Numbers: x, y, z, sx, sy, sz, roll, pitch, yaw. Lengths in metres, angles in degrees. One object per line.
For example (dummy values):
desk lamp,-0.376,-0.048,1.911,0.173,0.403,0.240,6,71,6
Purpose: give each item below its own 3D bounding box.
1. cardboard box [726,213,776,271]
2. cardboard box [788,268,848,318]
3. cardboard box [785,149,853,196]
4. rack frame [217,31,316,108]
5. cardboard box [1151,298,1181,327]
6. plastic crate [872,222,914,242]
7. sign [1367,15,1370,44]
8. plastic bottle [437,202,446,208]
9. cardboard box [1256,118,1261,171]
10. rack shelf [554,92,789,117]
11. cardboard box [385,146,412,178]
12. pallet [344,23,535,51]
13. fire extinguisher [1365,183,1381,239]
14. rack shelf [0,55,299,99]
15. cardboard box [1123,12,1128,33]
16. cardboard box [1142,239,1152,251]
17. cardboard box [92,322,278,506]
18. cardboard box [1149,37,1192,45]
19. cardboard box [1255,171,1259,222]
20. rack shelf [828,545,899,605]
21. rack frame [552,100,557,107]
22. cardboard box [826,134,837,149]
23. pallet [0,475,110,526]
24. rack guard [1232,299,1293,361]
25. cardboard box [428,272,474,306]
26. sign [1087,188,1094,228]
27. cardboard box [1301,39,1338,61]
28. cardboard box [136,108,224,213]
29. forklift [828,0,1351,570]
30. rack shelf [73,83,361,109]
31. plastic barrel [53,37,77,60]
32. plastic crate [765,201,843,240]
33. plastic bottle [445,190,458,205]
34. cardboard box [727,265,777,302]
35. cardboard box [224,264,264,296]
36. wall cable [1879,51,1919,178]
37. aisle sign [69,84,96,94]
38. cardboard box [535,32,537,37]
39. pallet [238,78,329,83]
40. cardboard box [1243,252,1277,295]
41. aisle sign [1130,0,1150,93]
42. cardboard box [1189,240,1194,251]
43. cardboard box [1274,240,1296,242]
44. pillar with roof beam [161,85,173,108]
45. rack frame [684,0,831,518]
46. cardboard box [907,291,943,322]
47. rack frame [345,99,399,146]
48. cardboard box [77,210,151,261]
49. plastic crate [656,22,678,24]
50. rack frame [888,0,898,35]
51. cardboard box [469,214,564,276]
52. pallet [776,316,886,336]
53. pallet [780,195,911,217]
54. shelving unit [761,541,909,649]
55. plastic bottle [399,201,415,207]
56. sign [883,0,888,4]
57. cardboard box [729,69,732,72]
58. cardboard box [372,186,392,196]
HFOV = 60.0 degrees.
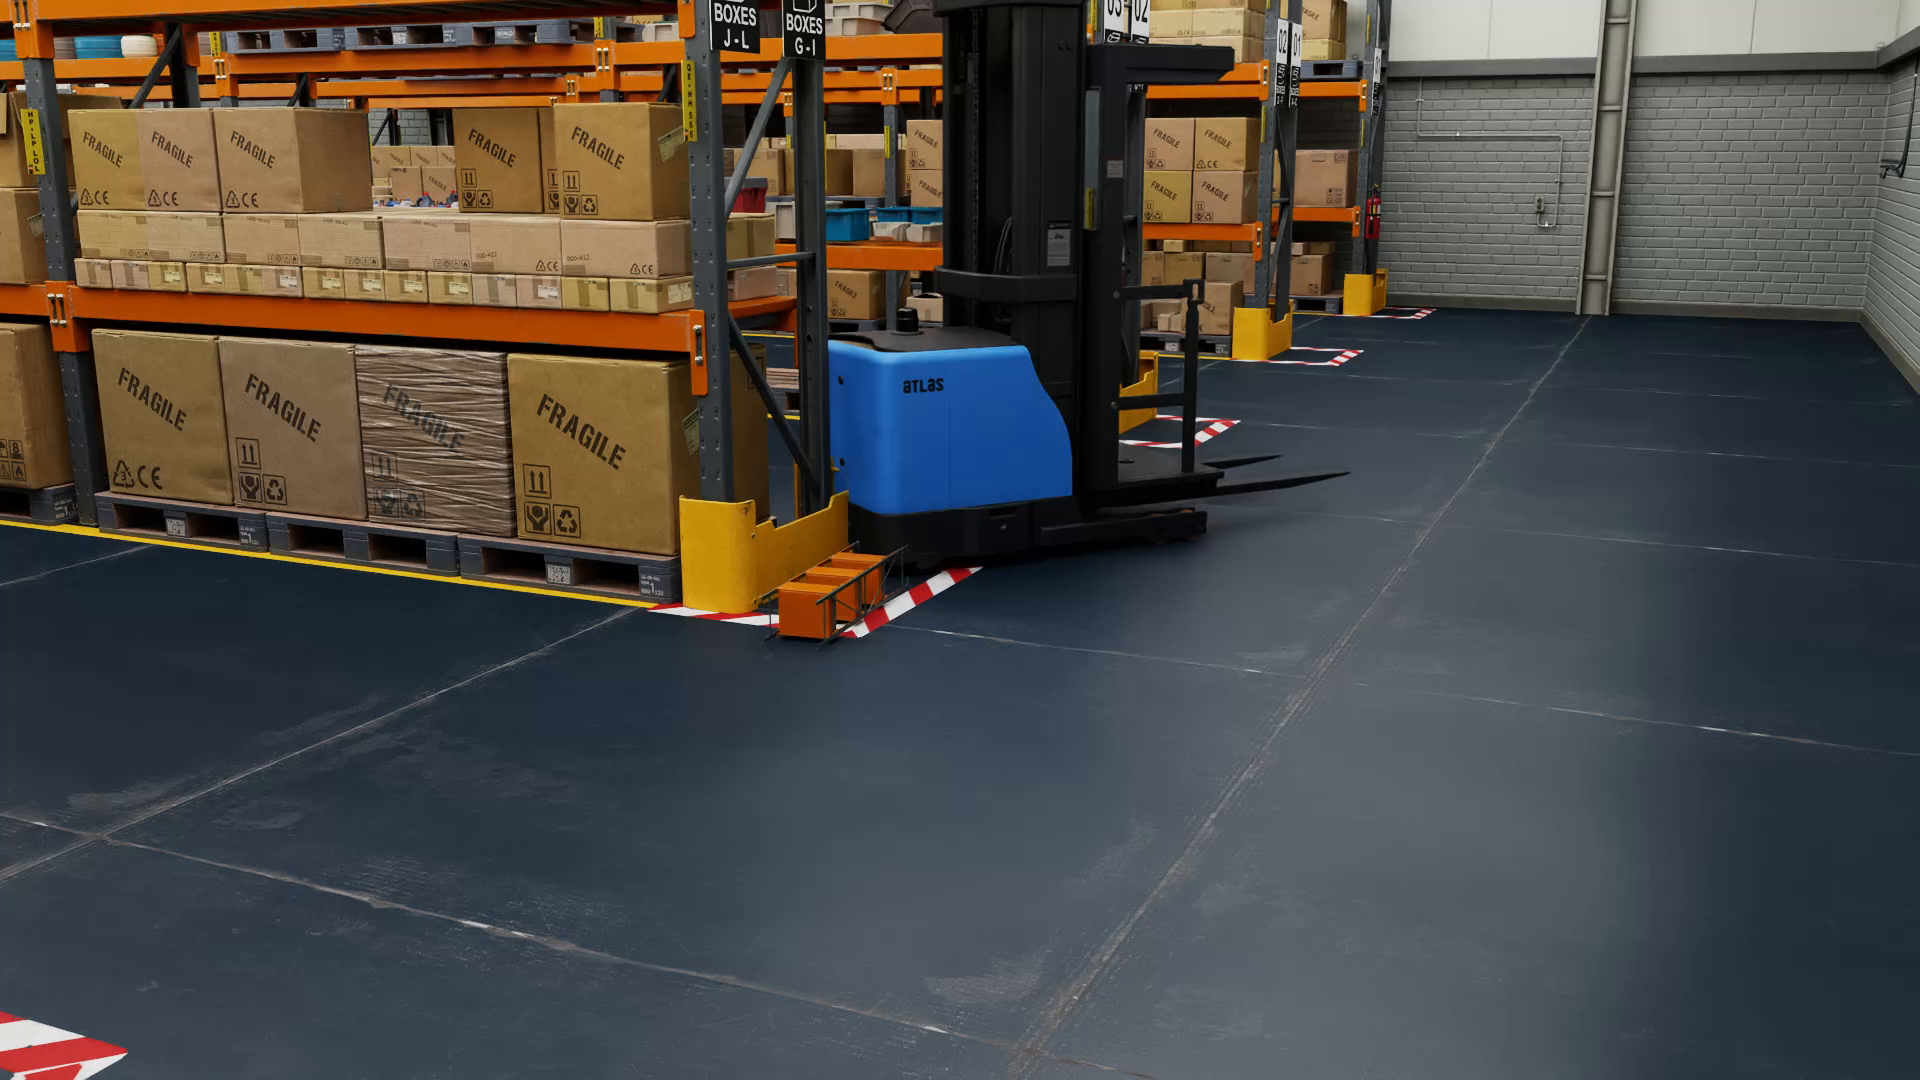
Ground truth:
cardboard box,-1.227,-1.440,8.001,0.500,0.250,0.500,5,14,22
cardboard box,-1.554,-2.736,18.359,0.500,0.500,0.500,6,14,23
cardboard box,-1.535,-4.100,18.523,0.500,0.500,0.700,8,16,32
rack frame,-6.205,-3.042,15.151,0.127,3.000,1.000,6,14,23
cardboard box,2.279,-2.367,17.332,0.500,0.250,0.500,6,14,23
plastic crate,-0.512,-2.314,12.496,0.250,0.136,0.298,6,14,23
sign,4.889,-6.111,19.903,0.005,0.325,0.100,6,14,23
plastic bottle,-4.384,-2.722,14.072,0.097,0.271,0.097,0,13,0
cardboard box,2.820,-3.967,16.688,0.500,0.500,0.500,6,15,25
rack shelf,-4.021,-6.406,24.498,4.000,0.370,1.077,6,14,23
cardboard box,-8.745,-5.998,26.394,0.500,0.500,0.500,6,14,23
pallet,-4.343,-4.196,13.920,1.213,0.211,1.003,6,14,23
fire extinguisher,5.073,-4.041,20.396,0.183,0.674,0.296,6,14,23
rack shelf,-8.034,-4.337,15.679,4.000,0.370,1.077,6,14,23
cardboard box,1.633,-5.054,16.395,0.500,0.250,0.500,6,14,23
cardboard box,2.346,-3.884,21.872,0.250,0.149,0.380,6,15,25
cardboard box,-3.983,-0.729,9.028,0.875,0.875,0.875,6,14,23
cardboard box,2.089,-4.764,16.253,0.500,0.250,0.500,6,14,23
cardboard box,2.820,-3.480,16.802,0.500,0.500,0.500,6,15,24
rack shelf,-0.433,0.161,7.530,0.240,0.215,0.259,4,14,18
rack frame,-5.850,-5.481,25.547,0.127,3.000,1.000,6,14,23
cardboard box,-1.856,-5.581,23.416,0.500,0.250,0.500,6,15,25
pallet,-5.290,-0.335,9.721,1.213,0.211,1.003,6,14,23
rack guard,3.049,-2.126,16.720,0.348,0.500,1.175,6,14,23
cardboard box,-2.291,-1.203,7.865,0.250,0.149,0.380,5,14,22
sign,0.901,-2.264,11.482,0.005,0.325,0.100,6,14,23
cardboard box,4.345,-6.023,20.483,0.500,0.250,0.500,6,15,25
cardboard box,-3.773,-1.929,8.445,0.500,0.500,0.500,6,14,23
forklift,0.724,-1.500,8.731,3.031,2.935,1.130,-7,15,-27
rack shelf,-9.682,-5.741,21.664,4.000,0.370,1.077,6,14,23
plastic barrel,-8.712,-5.054,16.063,0.600,0.901,0.600,0,13,0
plastic crate,-1.227,-2.463,12.814,0.530,0.282,0.437,6,14,23
plastic bottle,-4.489,-2.940,14.827,0.185,0.351,0.144,6,14,23
cardboard box,-1.088,-1.246,8.050,0.250,0.149,0.380,6,14,24
cardboard box,-3.462,-1.322,8.371,0.250,0.149,0.380,6,14,22
wall cable,10.148,-5.182,17.936,0.112,2.526,3.097,6,14,23
aisle sign,-11.694,-6.024,22.170,0.004,0.787,0.394,6,14,23
cardboard box,-6.418,-7.476,25.033,0.500,0.500,0.500,4,14,18
pallet,-8.643,-5.937,21.117,1.213,0.211,1.003,6,14,23
cardboard box,3.984,-3.448,21.437,0.500,0.500,0.700,6,14,23
aisle sign,1.295,-3.622,11.936,0.004,0.787,0.394,6,14,23
cardboard box,3.009,-3.912,21.994,0.250,0.149,0.380,6,14,24
cardboard box,4.173,-3.795,21.493,0.250,0.149,0.380,6,14,23
pillar with roof beam,-15.746,-8.544,25.467,0.400,9.000,9.100,6,14,23
rack frame,-0.897,-1.267,7.588,0.127,3.000,1.000,6,14,23
cardboard box,-0.242,-2.527,17.880,0.500,0.311,0.500,6,14,23
rack frame,-9.507,-5.851,27.124,0.127,3.000,1.000,6,14,23
cardboard box,-4.231,-1.611,8.730,0.500,0.250,0.500,5,14,22
plastic crate,-2.039,-4.053,13.357,0.662,0.188,0.450,6,14,23
rack frame,-0.539,-6.626,17.296,0.127,3.000,1.000,6,14,23
cardboard box,-1.911,-1.375,7.726,0.500,0.250,0.500,6,14,22
pallet,-1.298,-2.416,18.587,1.213,0.211,1.003,6,14,23
pallet,-1.225,-3.709,18.416,1.213,0.211,1.003,6,14,23
shelving unit,-0.526,0.224,7.264,0.252,0.215,1.050,4,14,18
plastic bottle,-4.673,-2.745,14.160,0.135,0.276,0.152,6,14,23
sign,-0.760,-5.493,17.039,0.005,0.325,0.100,6,14,23
cardboard box,-2.842,-5.456,18.657,0.500,0.500,0.910,6,14,23
cardboard box,-7.385,-4.337,20.998,0.500,0.250,0.500,7,15,27
